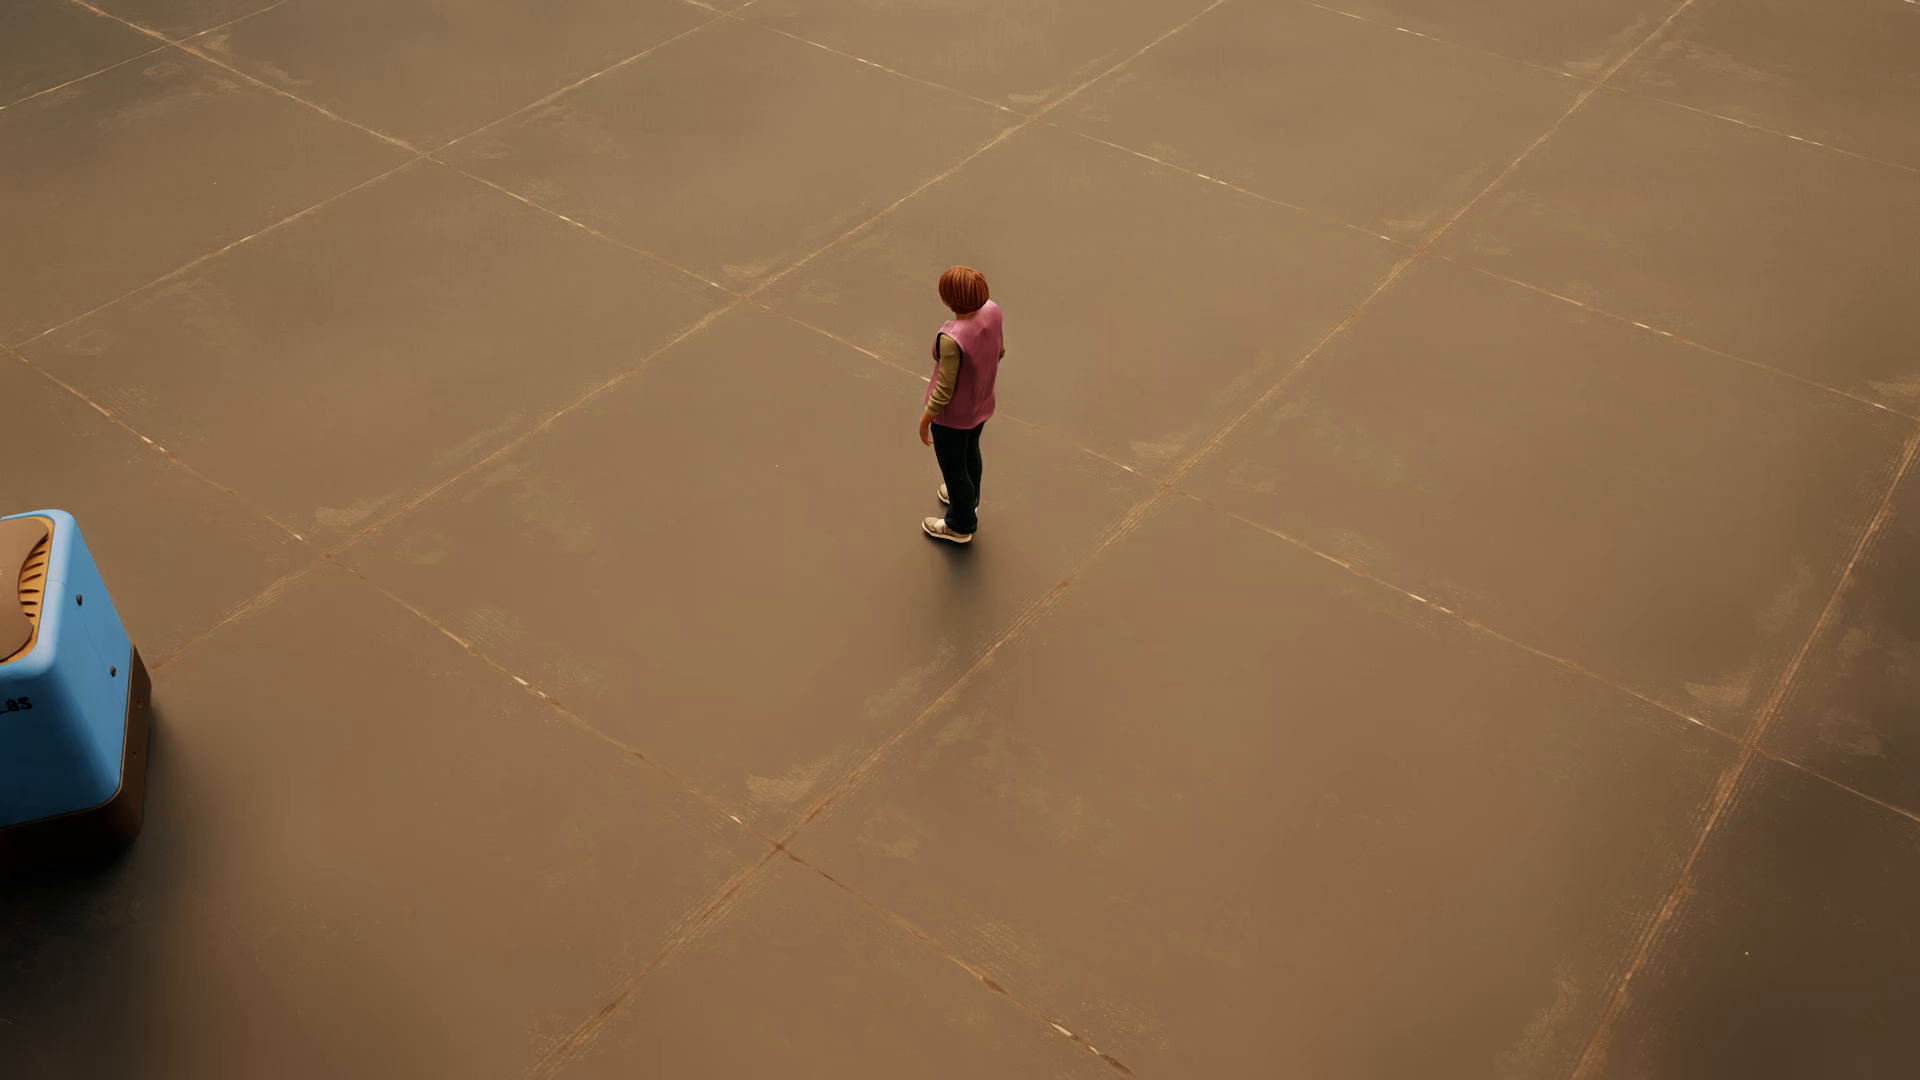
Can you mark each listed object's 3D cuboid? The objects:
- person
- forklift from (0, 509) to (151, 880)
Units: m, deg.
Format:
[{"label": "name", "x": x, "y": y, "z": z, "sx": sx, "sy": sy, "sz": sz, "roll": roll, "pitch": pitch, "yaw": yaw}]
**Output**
[{"label": "person", "x": -0.050, "y": -0.650, "z": 7.853, "sx": 0.476, "sy": 1.597, "sz": 0.520, "roll": 26, "pitch": 47, "yaw": 28}, {"label": "forklift", "x": -4.947, "y": 0.144, "z": 5.905, "sx": 3.031, "sy": 2.935, "sz": 1.130, "roll": -12, "pitch": 42, "yaw": -13}]
